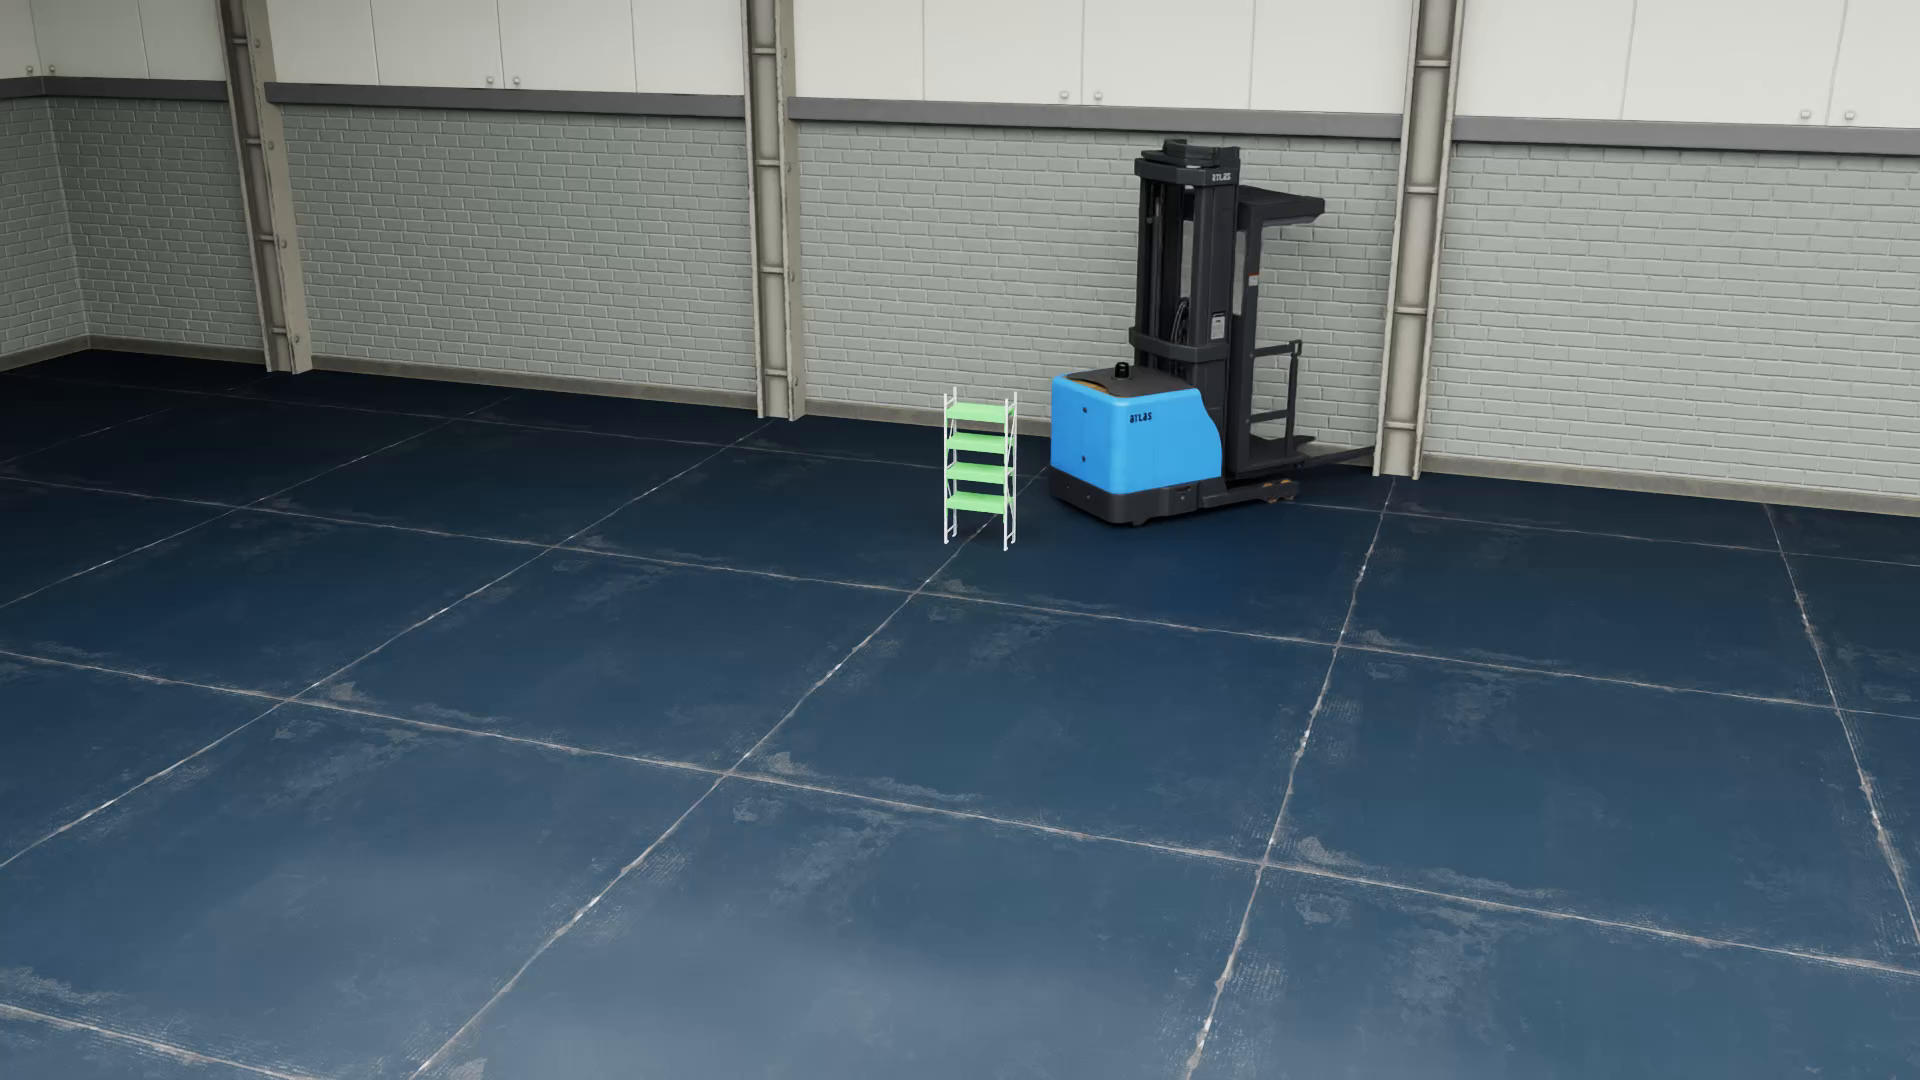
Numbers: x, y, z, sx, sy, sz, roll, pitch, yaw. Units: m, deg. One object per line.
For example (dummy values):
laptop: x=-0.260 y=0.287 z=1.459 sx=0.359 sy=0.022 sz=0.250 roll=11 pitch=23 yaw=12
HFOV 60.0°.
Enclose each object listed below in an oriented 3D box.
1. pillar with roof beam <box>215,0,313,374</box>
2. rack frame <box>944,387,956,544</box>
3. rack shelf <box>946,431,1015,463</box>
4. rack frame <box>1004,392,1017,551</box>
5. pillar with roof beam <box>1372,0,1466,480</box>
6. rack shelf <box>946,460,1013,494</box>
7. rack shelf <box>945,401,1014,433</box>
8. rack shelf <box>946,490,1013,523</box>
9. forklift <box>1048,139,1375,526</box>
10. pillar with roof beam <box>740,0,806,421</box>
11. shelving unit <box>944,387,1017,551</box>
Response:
pillar with roof beam: x=-8.863 y=-4.805 z=13.188 sx=0.400 sy=9.000 sz=9.100 roll=7 pitch=20 yaw=18
rack frame: x=-0.074 y=-0.575 z=12.903 sx=0.015 sy=1.200 sz=0.240 roll=7 pitch=20 yaw=18
rack shelf: x=0.156 y=-0.715 z=12.769 sx=0.480 sy=0.148 sz=0.258 roll=7 pitch=20 yaw=18
rack frame: x=0.387 y=-0.522 z=12.752 sx=0.015 sy=1.200 sz=0.240 roll=7 pitch=20 yaw=18
pillar with roof beam: x=2.473 y=-3.508 z=9.470 sx=0.400 sy=9.000 sz=9.100 roll=7 pitch=20 yaw=18
rack shelf: x=0.156 y=-0.488 z=12.848 sx=0.480 sy=0.148 sz=0.258 roll=7 pitch=20 yaw=18
rack shelf: x=0.156 y=-0.942 z=12.690 sx=0.480 sy=0.148 sz=0.258 roll=7 pitch=20 yaw=18
rack shelf: x=0.156 y=-0.262 z=12.927 sx=0.480 sy=0.148 sz=0.258 roll=7 pitch=20 yaw=18
forklift: x=2.279 y=-1.833 z=13.881 sx=3.031 sy=2.935 sz=1.130 roll=-11 pitch=22 yaw=-28
pillar with roof beam: x=-3.195 y=-4.157 z=11.329 sx=0.400 sy=9.000 sz=9.100 roll=7 pitch=20 yaw=18
shelving unit: x=0.156 y=-0.549 z=12.827 sx=0.503 sy=1.200 sz=0.258 roll=7 pitch=20 yaw=18
